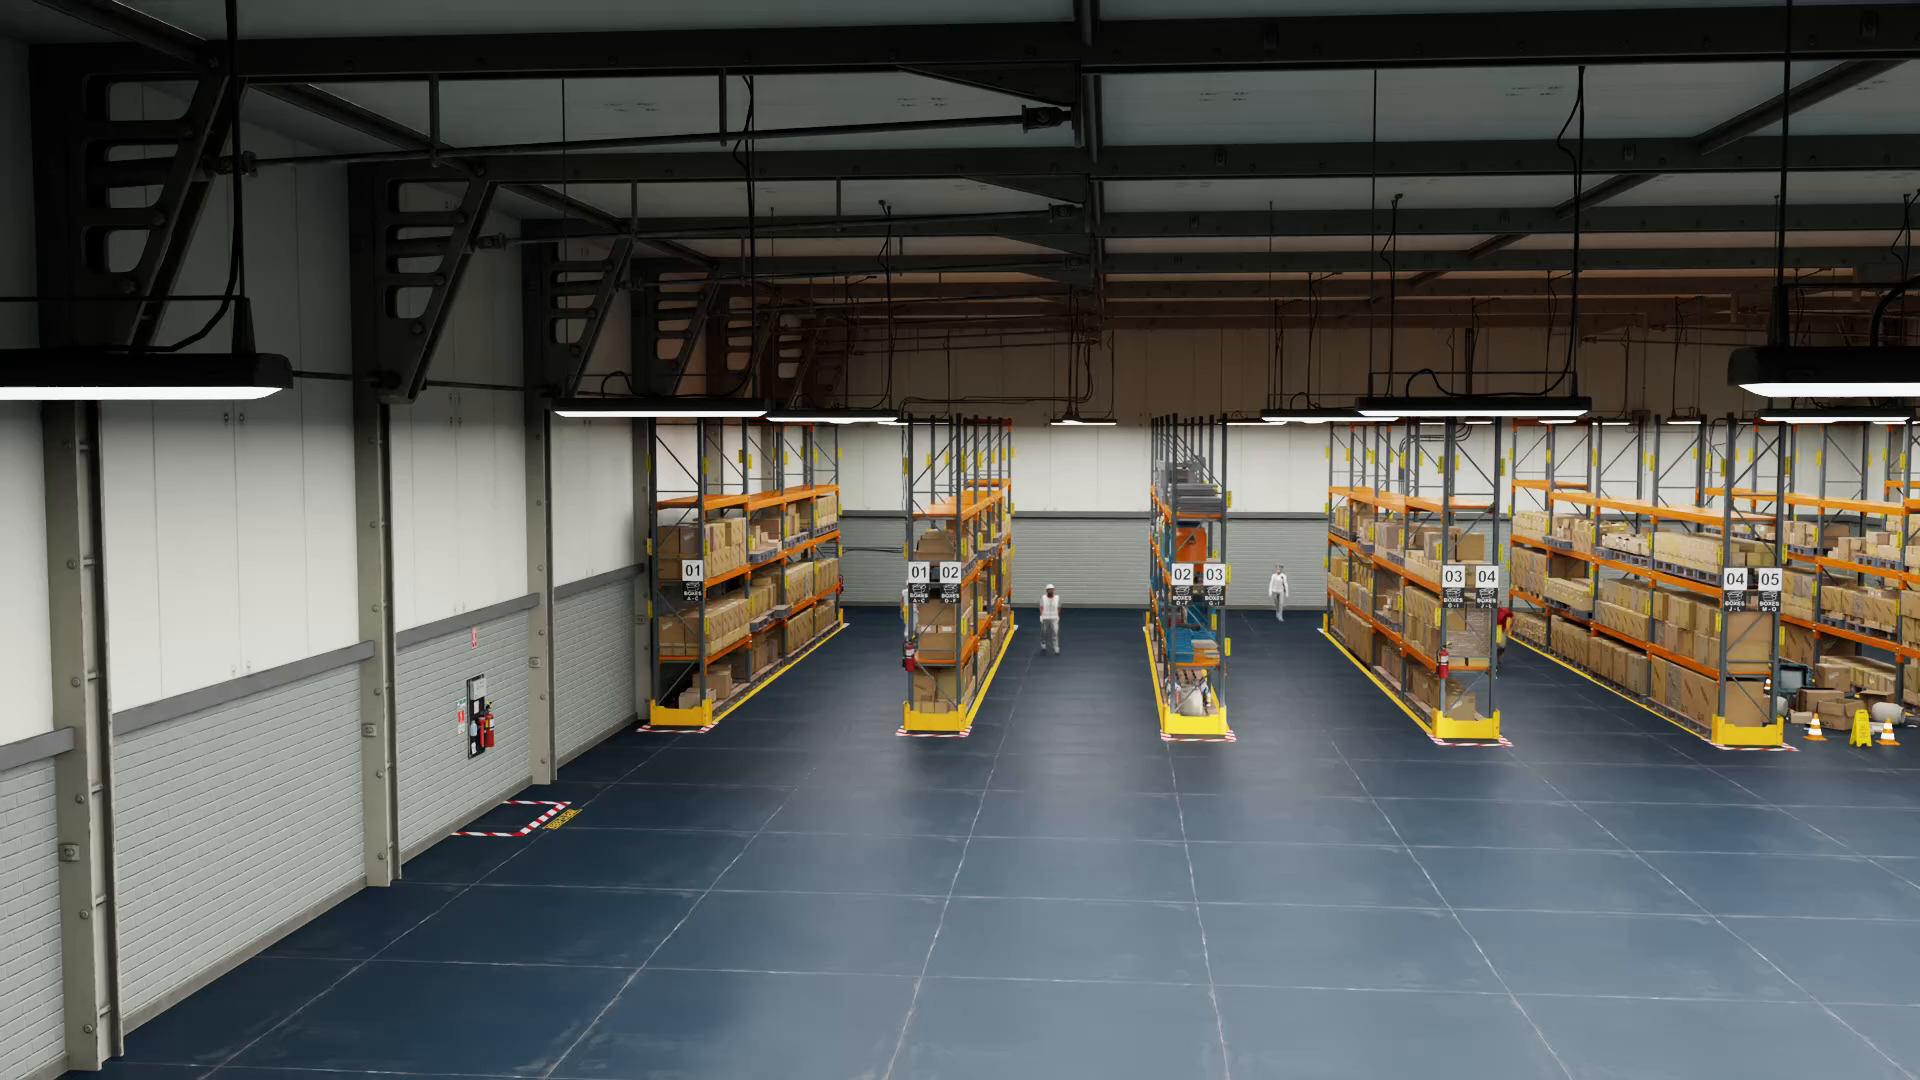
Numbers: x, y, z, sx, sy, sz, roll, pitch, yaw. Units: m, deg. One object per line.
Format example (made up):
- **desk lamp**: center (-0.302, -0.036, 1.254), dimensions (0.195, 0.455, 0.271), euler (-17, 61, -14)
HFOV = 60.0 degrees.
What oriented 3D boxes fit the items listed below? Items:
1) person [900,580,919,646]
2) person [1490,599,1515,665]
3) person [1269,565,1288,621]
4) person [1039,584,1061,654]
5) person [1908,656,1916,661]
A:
- **person**: center (-1.318, 1.901, 43.634), dimensions (0.592, 1.789, 0.519), euler (2, 5, 32)
- **person**: center (12.965, 2.220, 39.983), dimensions (0.717, 1.636, 0.708), euler (1, 4, 13)
- **person**: center (9.460, 1.556, 49.478), dimensions (0.537, 1.621, 0.956), euler (2, 4, 22)
- **person**: center (2.295, 1.996, 42.263), dimensions (0.562, 1.739, 1.065), euler (0, 4, -5)
- **person**: center (22.206, 2.333, 38.395), dimensions (0.528, 1.710, 0.421), euler (-2, 4, -22)
